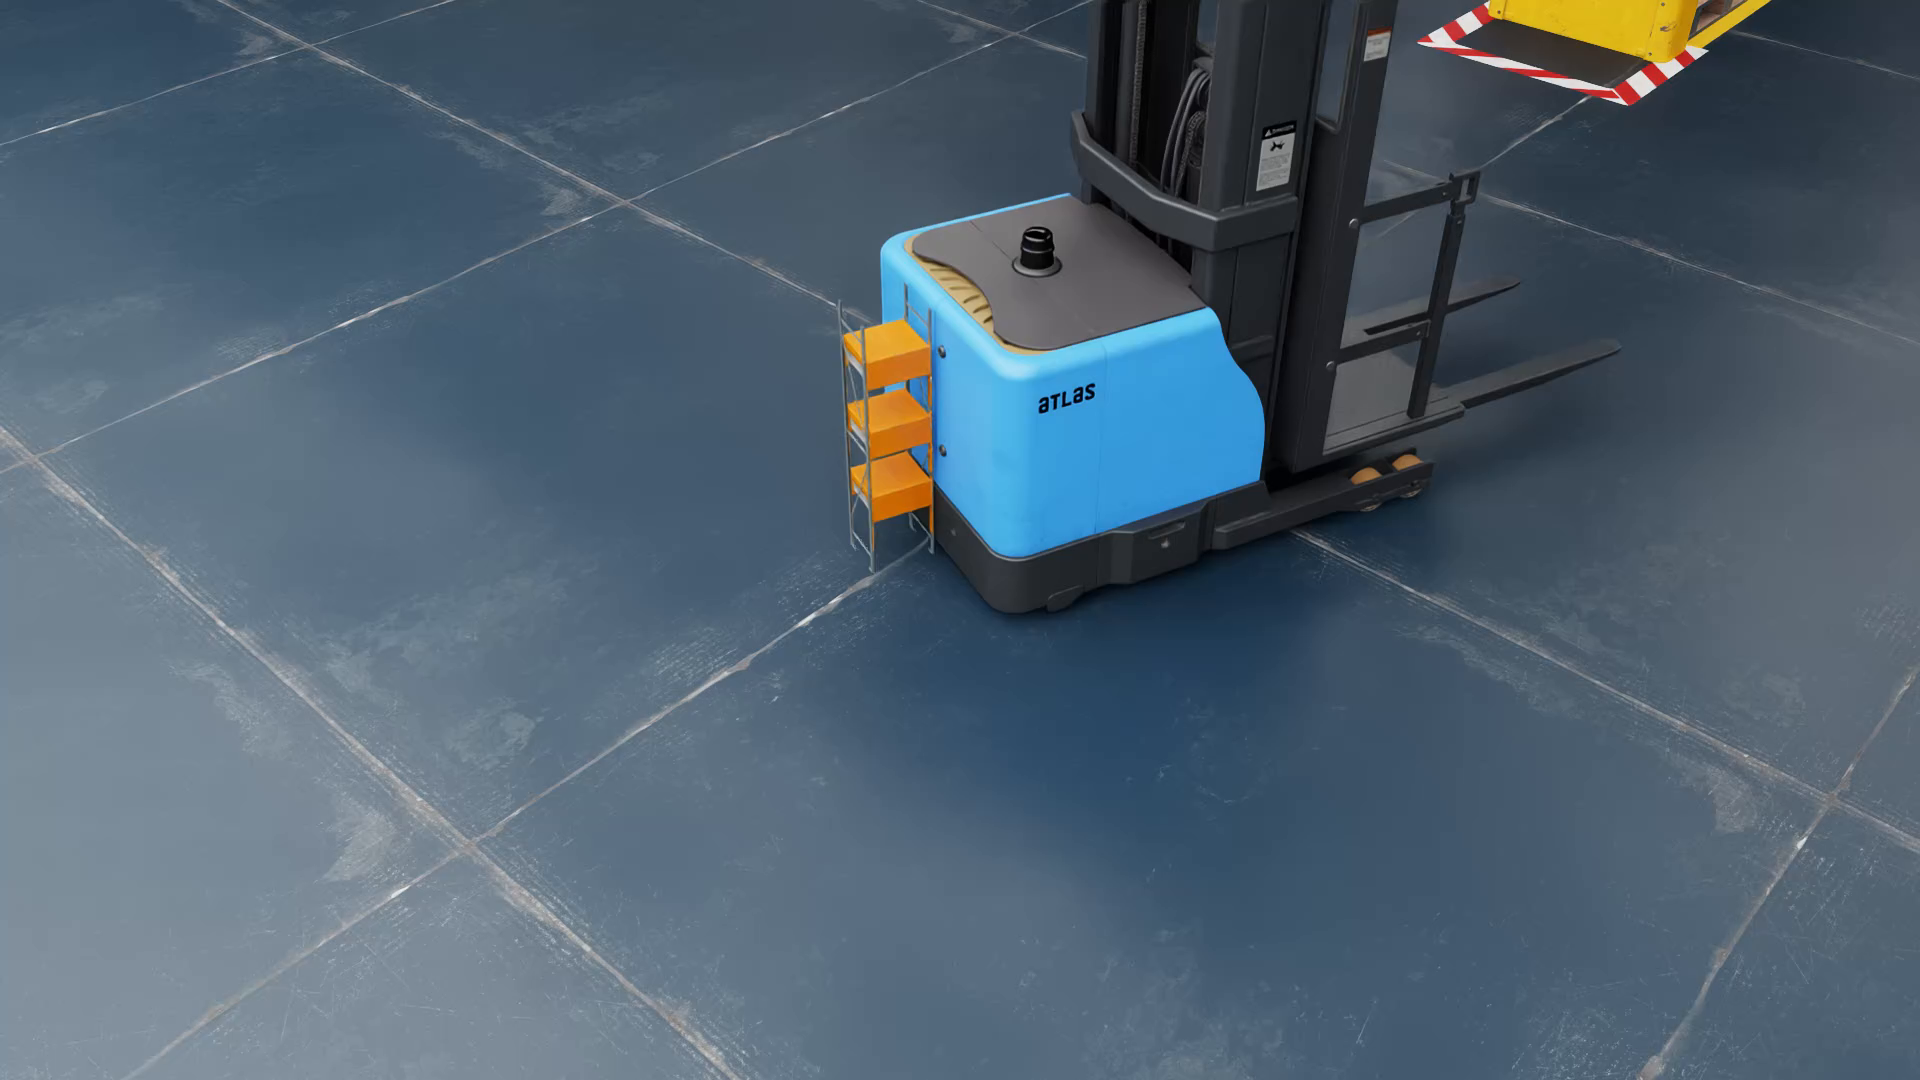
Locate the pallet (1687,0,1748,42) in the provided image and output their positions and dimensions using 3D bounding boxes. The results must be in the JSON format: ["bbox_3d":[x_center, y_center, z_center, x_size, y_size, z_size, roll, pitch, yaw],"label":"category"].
[{"bbox_3d":[4.389,-3.552,10.548,1.003,0.211,1.213,30,47,32],"label":"pallet"}]

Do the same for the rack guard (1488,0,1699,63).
[{"bbox_3d":[3.815,-3.307,10.007,1.175,0.500,0.348,30,47,32],"label":"rack guard"}]

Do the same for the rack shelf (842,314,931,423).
[{"bbox_3d":[-0.252,-0.589,5.708,0.240,0.259,0.215,-18,42,-21],"label":"rack shelf"}]

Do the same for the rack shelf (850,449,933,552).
[{"bbox_3d":[-0.252,-0.150,6.058,0.240,0.259,0.215,-18,42,-21],"label":"rack shelf"}]

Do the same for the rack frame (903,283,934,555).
[{"bbox_3d":[-0.144,-0.410,5.922,0.008,1.050,0.200,-18,42,-21],"label":"rack frame"}]

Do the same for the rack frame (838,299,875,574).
[{"bbox_3d":[-0.361,-0.341,5.835,0.008,1.050,0.200,-18,42,-21],"label":"rack frame"}]

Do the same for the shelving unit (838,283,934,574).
[{"bbox_3d":[-0.252,-0.375,5.879,0.252,1.050,0.215,-18,42,-21],"label":"shelving unit"}]

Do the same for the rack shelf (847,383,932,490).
[{"bbox_3d":[-0.252,-0.367,5.885,0.240,0.259,0.215,-18,42,-21],"label":"rack shelf"}]

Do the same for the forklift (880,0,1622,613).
[{"bbox_3d":[1.254,-1.531,5.821,3.031,2.935,1.130,-18,42,-21],"label":"forklift"}]
